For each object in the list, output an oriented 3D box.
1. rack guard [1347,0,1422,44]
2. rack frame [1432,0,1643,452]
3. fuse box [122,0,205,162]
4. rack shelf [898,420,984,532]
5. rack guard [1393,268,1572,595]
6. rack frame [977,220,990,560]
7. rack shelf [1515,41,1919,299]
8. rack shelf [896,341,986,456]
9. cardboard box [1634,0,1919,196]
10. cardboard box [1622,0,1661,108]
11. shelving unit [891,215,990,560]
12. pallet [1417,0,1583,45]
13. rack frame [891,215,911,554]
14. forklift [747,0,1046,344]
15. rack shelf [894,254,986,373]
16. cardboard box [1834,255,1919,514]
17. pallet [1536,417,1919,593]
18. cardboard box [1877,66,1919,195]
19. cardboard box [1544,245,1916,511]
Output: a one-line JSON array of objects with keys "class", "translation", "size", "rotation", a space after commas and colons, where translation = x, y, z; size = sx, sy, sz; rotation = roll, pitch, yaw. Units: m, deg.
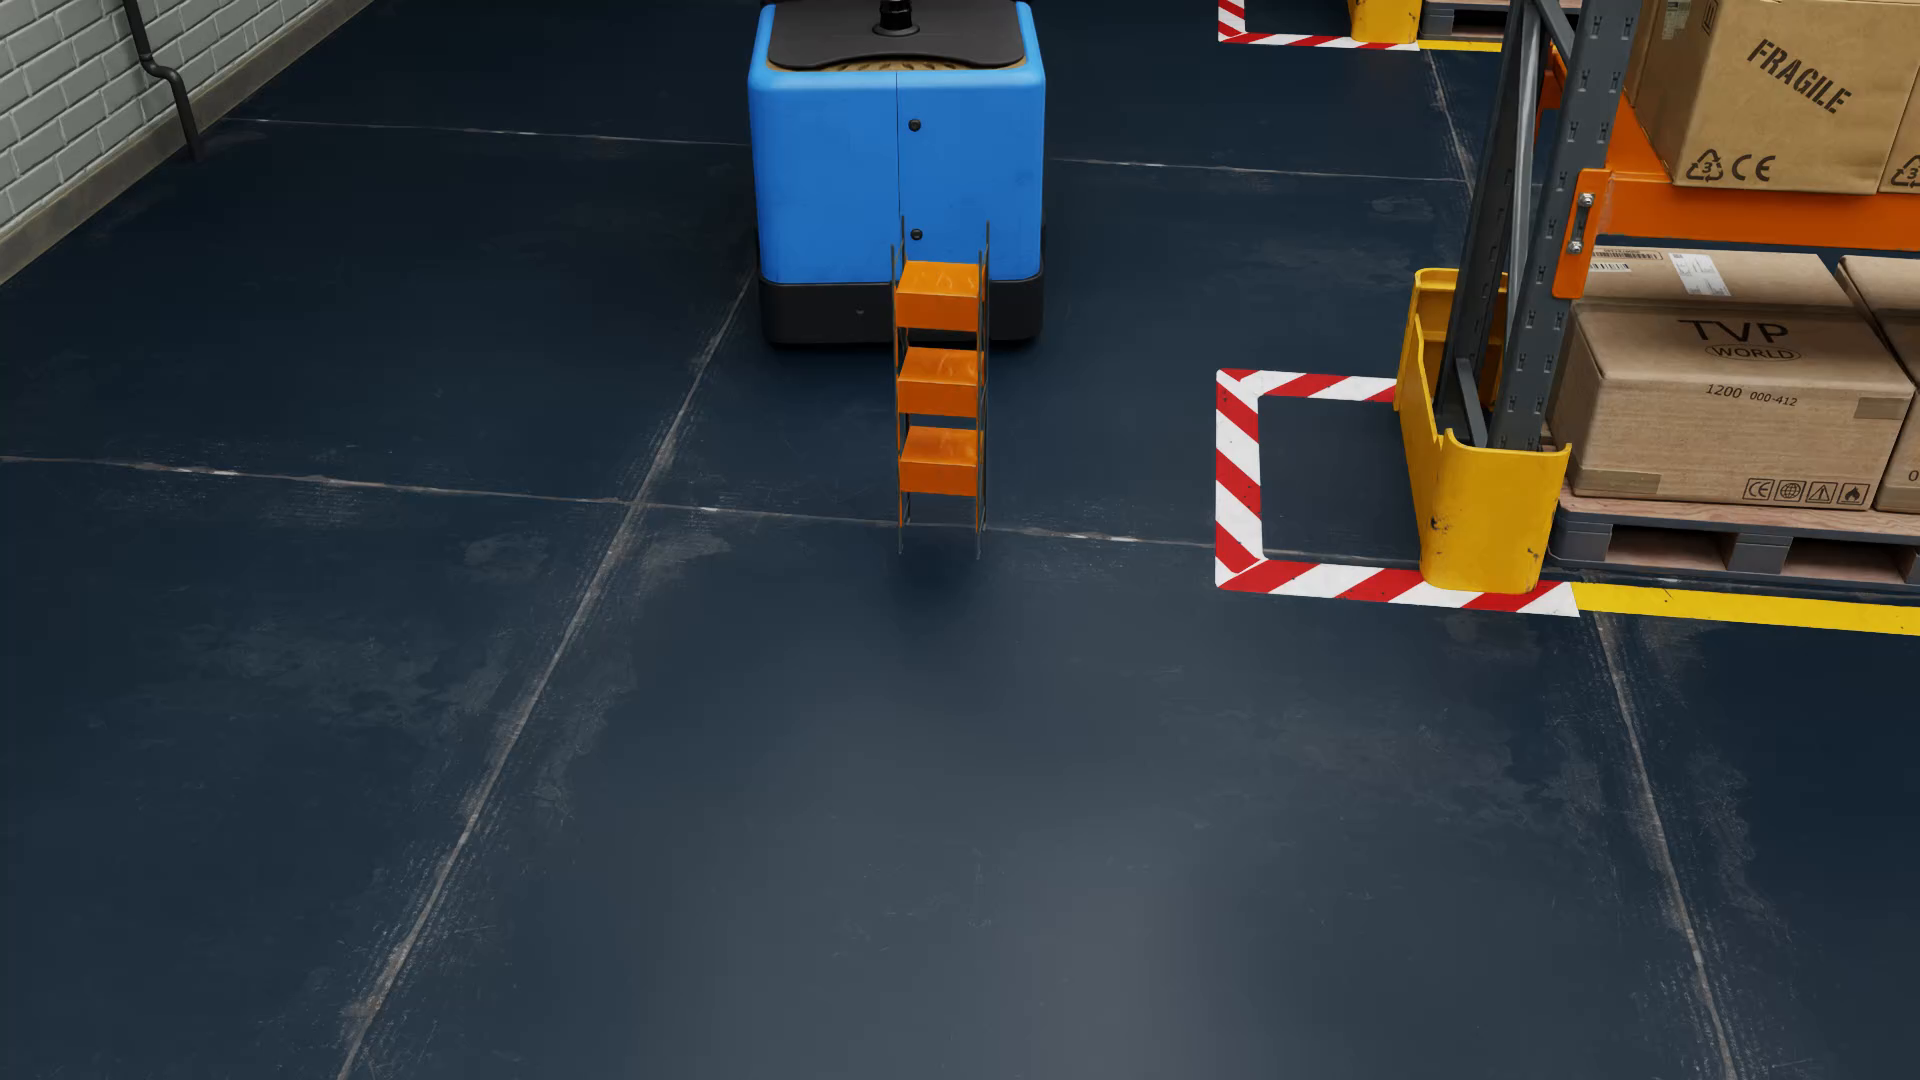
[{"class": "rack guard", "translation": [2.379, -3.236, 9.354], "size": [0.348, 0.500, 1.175], "rotation": [4, 36, 6]}, {"class": "rack frame", "translation": [1.675, -1.399, 4.628], "size": [0.127, 3.000, 1.000], "rotation": [4, 36, 6]}, {"class": "fuse box", "translation": [-3.508, -2.478, 7.248], "size": [0.414, 1.711, 0.539], "rotation": [4, 36, 6]}, {"class": "rack shelf", "translation": [-0.053, -0.196, 5.118], "size": [0.240, 0.259, 0.215], "rotation": [4, 36, 6]}, {"class": "rack guard", "translation": [1.651, -0.383, 5.356], "size": [0.348, 0.500, 1.175], "rotation": [4, 36, 6]}, {"class": "rack frame", "translation": [0.068, -0.422, 4.938], "size": [0.008, 1.050, 0.200], "rotation": [4, 36, 6]}, {"class": "rack shelf", "translation": [3.659, -0.958, 4.629], "size": [4.000, 0.370, 1.077], "rotation": [4, 36, 6]}, {"class": "rack shelf", "translation": [-0.053, -0.423, 4.957], "size": [0.240, 0.259, 0.215], "rotation": [4, 36, 6]}, {"class": "cardboard box", "translation": [2.115, -1.238, 4.317], "size": [0.500, 0.500, 0.500], "rotation": [4, 36, 6]}, {"class": "cardboard box", "translation": [2.187, -1.556, 4.762], "size": [0.500, 0.500, 0.500], "rotation": [4, 36, 6]}, {"class": "shelving unit", "translation": [-0.053, -0.431, 4.951], "size": [0.252, 1.050, 0.215], "rotation": [4, 36, 6]}, {"class": "pallet", "translation": [3.170, -3.060, 9.356], "size": [1.213, 0.211, 1.003], "rotation": [4, 36, 6]}, {"class": "rack frame", "translation": [-0.174, -0.440, 4.963], "size": [0.008, 1.050, 0.200], "rotation": [4, 36, 6]}, {"class": "forklift", "translation": [-0.266, -2.745, 6.574], "size": [1.130, 2.935, 3.031], "rotation": [-1, 36, -2]}, {"class": "rack shelf", "translation": [-0.053, -0.654, 4.792], "size": [0.240, 0.259, 0.215], "rotation": [4, 36, 6]}, {"class": "cardboard box", "translation": [3.251, -0.473, 5.174], "size": [0.875, 0.438, 0.875], "rotation": [5, 36, 7]}, {"class": "pallet", "translation": [2.478, -0.250, 5.418], "size": [1.213, 0.211, 1.003], "rotation": [4, 36, 6]}, {"class": "cardboard box", "translation": [2.620, -1.217, 4.287], "size": [0.500, 0.500, 0.500], "rotation": [4, 36, 5]}, {"class": "cardboard box", "translation": [2.343, -0.535, 5.262], "size": [0.875, 0.438, 0.875], "rotation": [3, 36, 4]}]
